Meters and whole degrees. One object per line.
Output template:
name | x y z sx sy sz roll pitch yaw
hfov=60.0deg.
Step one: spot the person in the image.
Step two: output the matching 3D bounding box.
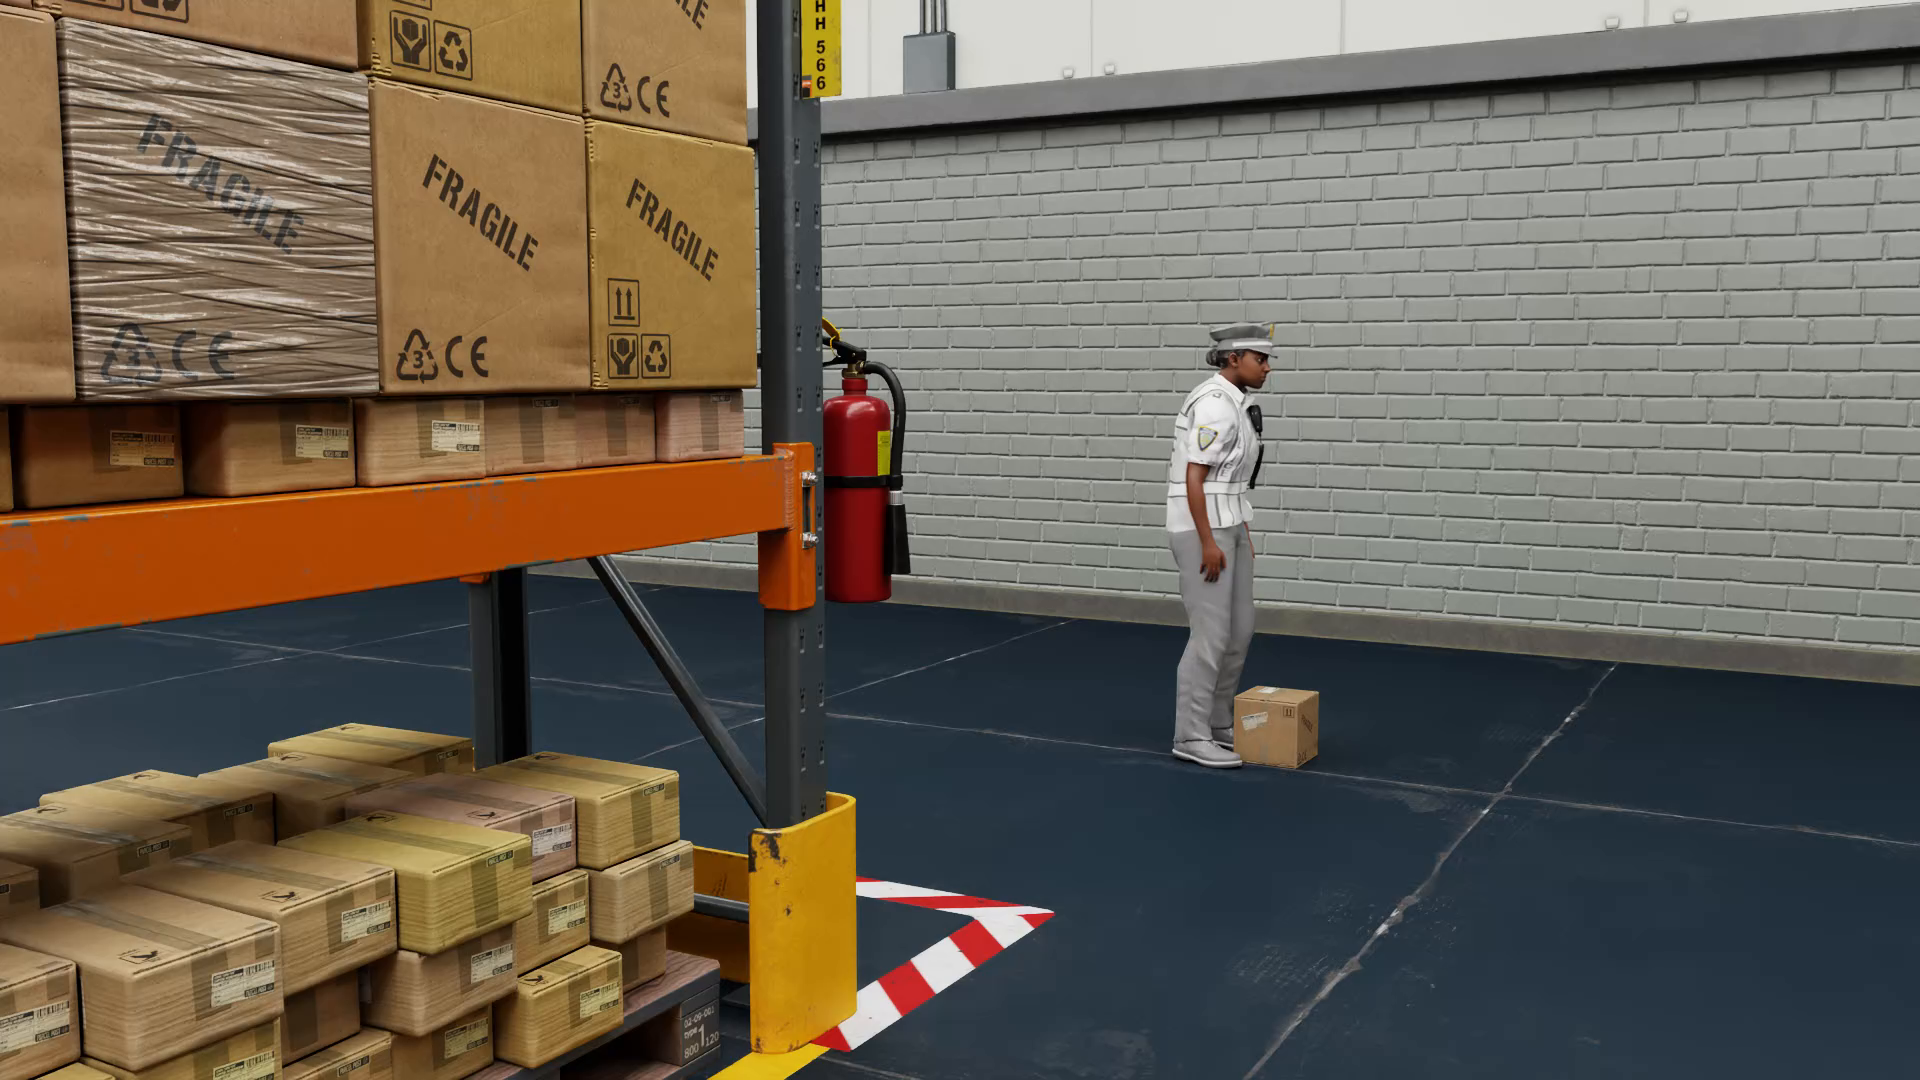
person | 1.000 0.001 6.370 0.399 1.657 0.520 3 7 27
